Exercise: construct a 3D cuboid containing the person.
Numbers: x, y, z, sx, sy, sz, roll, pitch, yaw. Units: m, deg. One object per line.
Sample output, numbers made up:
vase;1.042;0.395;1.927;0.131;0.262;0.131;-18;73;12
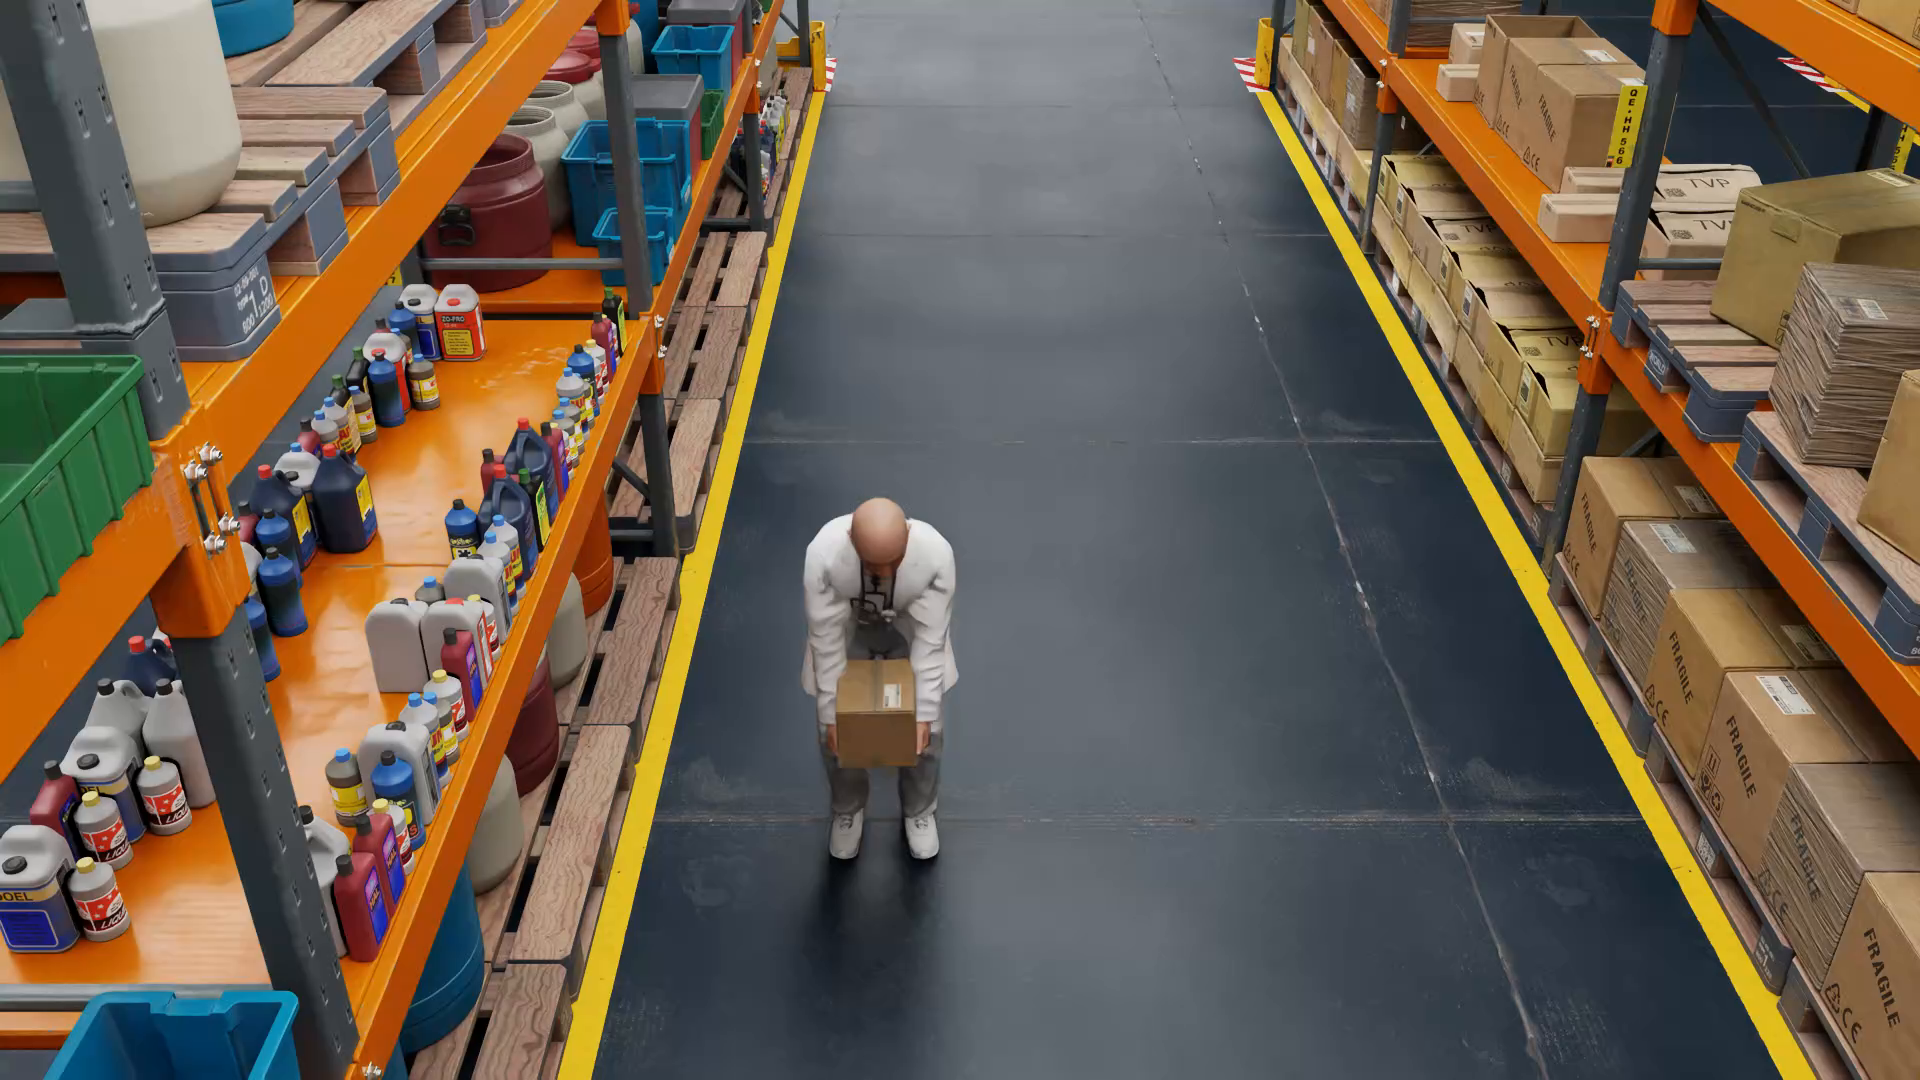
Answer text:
person;-0.275;0.474;5.602;0.550;1.537;0.716;-1;31;-1
